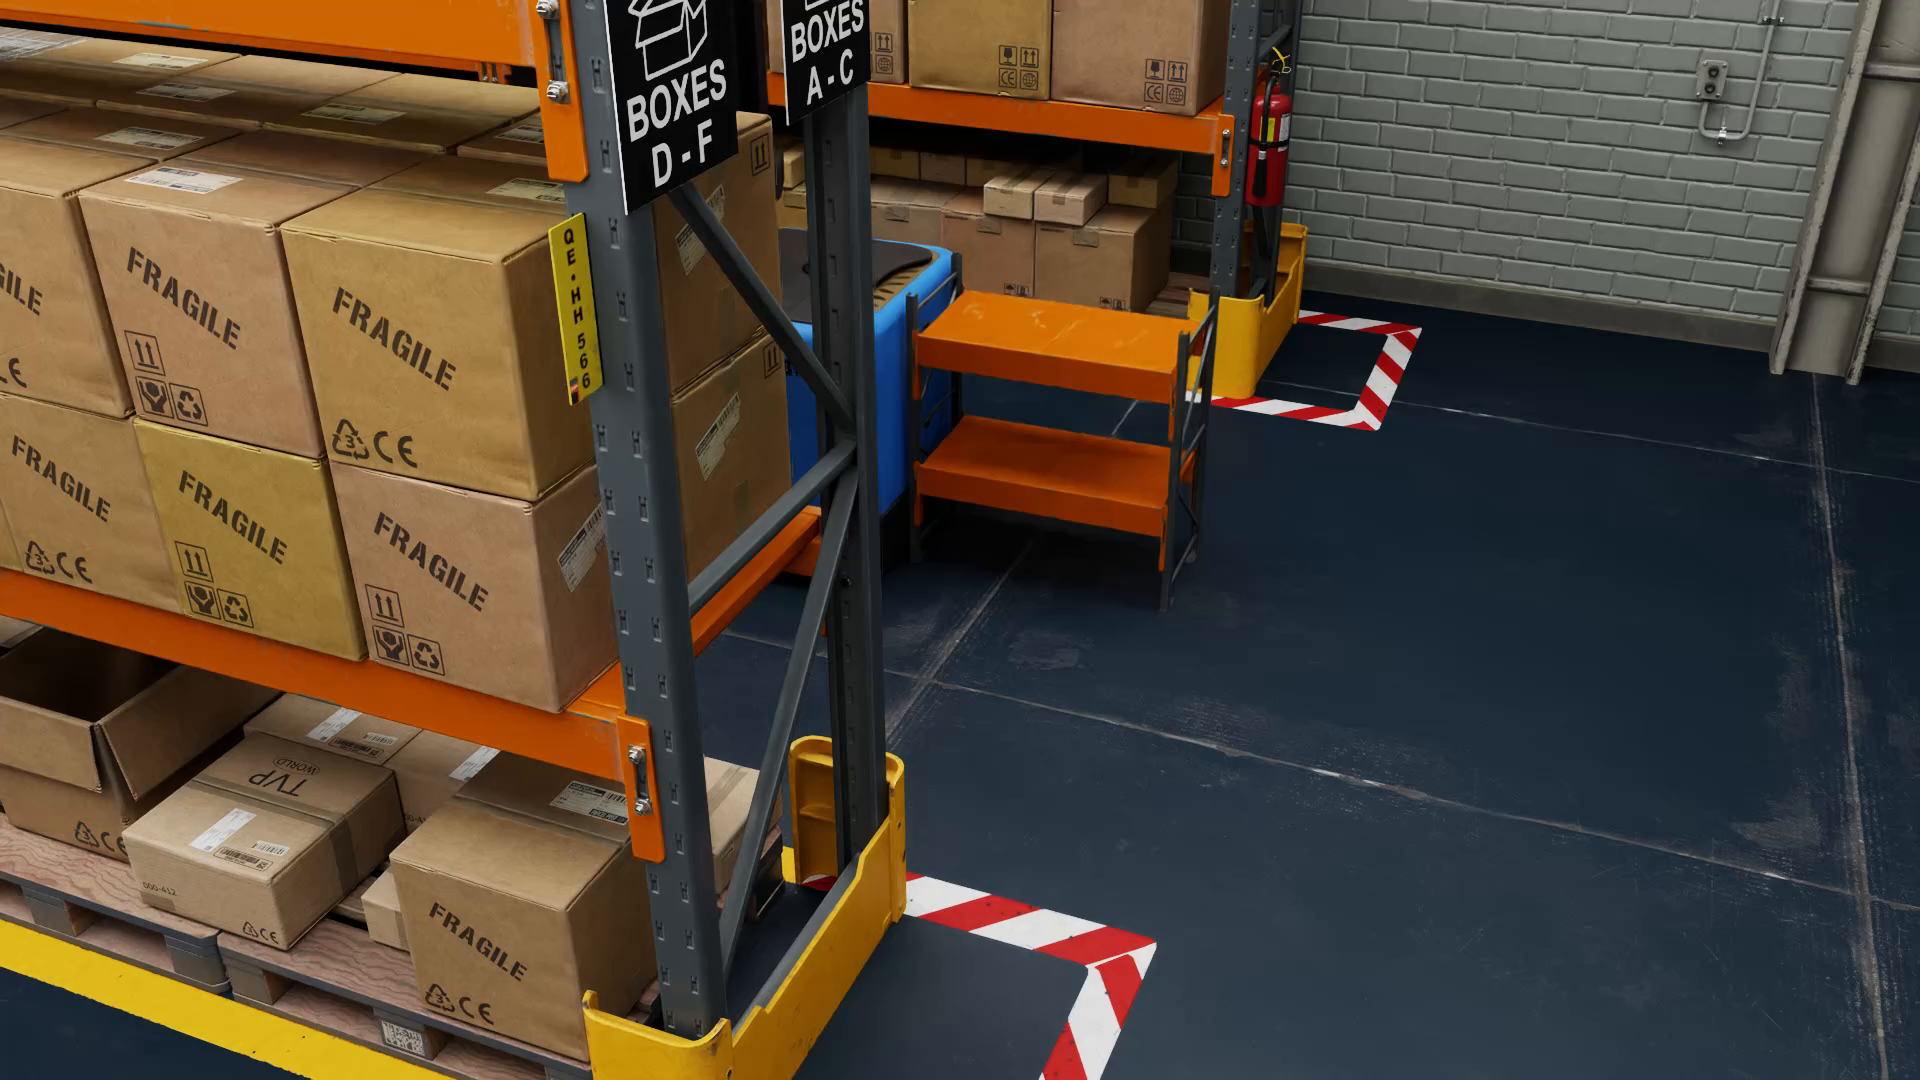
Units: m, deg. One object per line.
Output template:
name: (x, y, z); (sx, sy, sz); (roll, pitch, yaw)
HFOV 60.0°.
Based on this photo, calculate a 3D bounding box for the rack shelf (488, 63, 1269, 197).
rack shelf: (-0.439, -2.326, 8.547); (4.000, 0.370, 1.077); (11, 31, 19)

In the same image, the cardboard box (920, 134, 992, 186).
cardboard box: (-0.018, -1.984, 8.667); (0.250, 0.149, 0.380); (12, 32, 20)

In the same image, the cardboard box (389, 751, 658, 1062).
cardboard box: (-1.041, 0.899, 4.204); (0.500, 0.500, 0.500); (11, 31, 19)

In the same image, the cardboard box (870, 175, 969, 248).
cardboard box: (-0.202, -1.633, 8.704); (0.500, 0.500, 0.700); (10, 31, 17)

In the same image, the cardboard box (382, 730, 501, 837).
cardboard box: (-1.305, 0.674, 4.857); (0.500, 0.250, 0.500); (11, 31, 19)

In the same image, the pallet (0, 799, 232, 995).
pallet: (-2.381, 0.817, 5.090); (1.213, 0.211, 1.003); (11, 31, 19)

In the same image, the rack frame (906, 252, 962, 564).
rack frame: (-0.094, -0.510, 6.509); (0.032, 1.125, 0.500); (11, 31, 18)

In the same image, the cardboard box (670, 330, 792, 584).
cardboard box: (-0.757, -0.255, 4.052); (0.500, 0.500, 0.500); (12, 32, 20)

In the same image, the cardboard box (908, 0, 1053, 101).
cardboard box: (0.260, -2.619, 8.030); (0.700, 0.700, 0.980); (11, 31, 19)

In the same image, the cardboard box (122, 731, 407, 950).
cardboard box: (-1.910, 0.818, 4.601); (0.500, 0.250, 0.500); (11, 31, 19)

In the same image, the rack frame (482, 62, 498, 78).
rack frame: (-2.292, -3.009, 9.025); (0.127, 3.000, 1.000); (11, 31, 19)

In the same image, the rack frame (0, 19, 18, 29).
rack frame: (-6.000, -3.747, 10.331); (0.053, 2.616, 0.949); (11, 31, 19)

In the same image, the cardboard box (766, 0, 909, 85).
cardboard box: (-0.443, -2.764, 8.287); (0.700, 0.700, 0.980); (10, 31, 17)

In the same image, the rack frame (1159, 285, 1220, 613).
rack frame: (0.855, -0.331, 6.193); (0.032, 1.125, 0.500); (11, 31, 18)

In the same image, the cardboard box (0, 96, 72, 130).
cardboard box: (-2.387, -0.727, 3.870); (0.500, 0.500, 0.500); (12, 32, 21)

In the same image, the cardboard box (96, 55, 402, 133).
cardboard box: (-1.706, -0.879, 4.138); (0.500, 0.500, 0.500); (12, 32, 20)

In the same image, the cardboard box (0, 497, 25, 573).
cardboard box: (-2.371, -0.294, 4.120); (0.500, 0.500, 0.500); (11, 31, 18)

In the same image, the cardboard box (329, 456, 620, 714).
cardboard box: (-0.962, -0.012, 3.621); (0.500, 0.500, 0.500); (12, 32, 21)

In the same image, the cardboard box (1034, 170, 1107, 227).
cardboard box: (0.541, -1.670, 8.111); (0.250, 0.149, 0.380); (11, 31, 19)

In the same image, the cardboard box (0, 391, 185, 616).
cardboard box: (-1.904, -0.201, 3.955); (0.500, 0.500, 0.500); (12, 31, 20)

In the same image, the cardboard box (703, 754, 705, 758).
cardboard box: (-0.935, 0.752, 4.803); (0.250, 0.166, 0.380); (11, 31, 19)

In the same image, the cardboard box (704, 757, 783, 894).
cardboard box: (-0.703, 0.806, 4.726); (0.250, 0.149, 0.380); (11, 31, 19)

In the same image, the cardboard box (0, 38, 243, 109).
cardboard box: (-2.177, -0.972, 4.304); (0.500, 0.500, 0.500); (11, 31, 19)

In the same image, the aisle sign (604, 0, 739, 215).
aisle sign: (-0.496, -0.989, 2.809); (0.004, 0.787, 0.394); (11, 31, 19)

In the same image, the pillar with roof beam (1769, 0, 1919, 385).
pillar with roof beam: (2.623, -2.812, 2.581); (0.400, 9.000, 9.100); (11, 31, 19)

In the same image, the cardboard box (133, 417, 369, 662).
cardboard box: (-1.444, -0.106, 3.788); (0.500, 0.500, 0.500); (12, 31, 20)

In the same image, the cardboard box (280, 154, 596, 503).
cardboard box: (-0.960, -0.445, 3.372); (0.500, 0.500, 0.500); (11, 31, 19)

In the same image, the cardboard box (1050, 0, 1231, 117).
cardboard box: (0.938, -2.489, 7.801); (0.700, 0.700, 0.980); (13, 32, 21)

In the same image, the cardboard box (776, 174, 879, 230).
cardboard box: (-0.699, -1.728, 8.872); (0.500, 0.500, 0.700); (12, 32, 20)

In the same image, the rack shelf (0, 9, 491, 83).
rack shelf: (-4.145, -3.066, 9.856); (4.000, 0.370, 1.077); (11, 31, 19)

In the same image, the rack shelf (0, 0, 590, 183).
rack shelf: (-2.298, -1.372, 3.812); (4.000, 0.370, 1.077); (11, 31, 19)

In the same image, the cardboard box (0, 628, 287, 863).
cardboard box: (-2.408, 0.491, 4.923); (0.637, 0.503, 0.797); (11, 31, 19)

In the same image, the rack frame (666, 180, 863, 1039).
rack frame: (-0.443, -0.011, 3.721); (0.053, 2.616, 0.949); (11, 31, 19)

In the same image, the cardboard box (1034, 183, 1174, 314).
cardboard box: (0.728, -1.447, 8.376); (0.500, 0.500, 0.700); (11, 31, 19)

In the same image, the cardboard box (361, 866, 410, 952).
cardboard box: (-1.382, 0.928, 4.492); (0.250, 0.166, 0.380); (11, 31, 19)

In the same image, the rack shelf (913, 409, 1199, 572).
rack shelf: (0.380, -0.208, 6.471); (1.000, 0.278, 0.538); (11, 31, 18)

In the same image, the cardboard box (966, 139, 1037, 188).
cardboard box: (0.218, -1.938, 8.584); (0.250, 0.149, 0.380); (12, 31, 20)

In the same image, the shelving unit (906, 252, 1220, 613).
shelving unit: (0.380, -0.421, 6.351); (1.048, 1.125, 0.538); (11, 31, 18)

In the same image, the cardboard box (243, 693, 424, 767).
cardboard box: (-1.768, 0.581, 5.021); (0.500, 0.250, 0.500); (11, 31, 19)

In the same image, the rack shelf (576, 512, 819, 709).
rack shelf: (-2.298, -0.151, 4.502); (3.809, 0.124, 0.919); (11, 31, 19)

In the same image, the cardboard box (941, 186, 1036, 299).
cardboard box: (0.265, -1.540, 8.540); (0.500, 0.500, 0.700); (11, 31, 19)

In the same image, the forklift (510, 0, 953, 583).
forklift: (-1.558, -1.541, 6.499); (3.031, 2.935, 1.130); (11, 31, 18)

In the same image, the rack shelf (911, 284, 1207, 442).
rack shelf: (0.380, -0.675, 6.207); (1.000, 0.278, 0.538); (11, 31, 18)

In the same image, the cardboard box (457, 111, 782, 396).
cardboard box: (-0.757, -0.691, 3.806); (0.500, 0.500, 0.500); (12, 32, 21)

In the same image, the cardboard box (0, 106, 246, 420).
cardboard box: (-1.911, -0.632, 3.702); (0.500, 0.500, 0.500); (12, 32, 20)

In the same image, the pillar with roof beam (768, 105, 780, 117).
pillar with roof beam: (-2.937, -3.923, 4.545); (0.400, 9.000, 9.100); (11, 31, 19)
